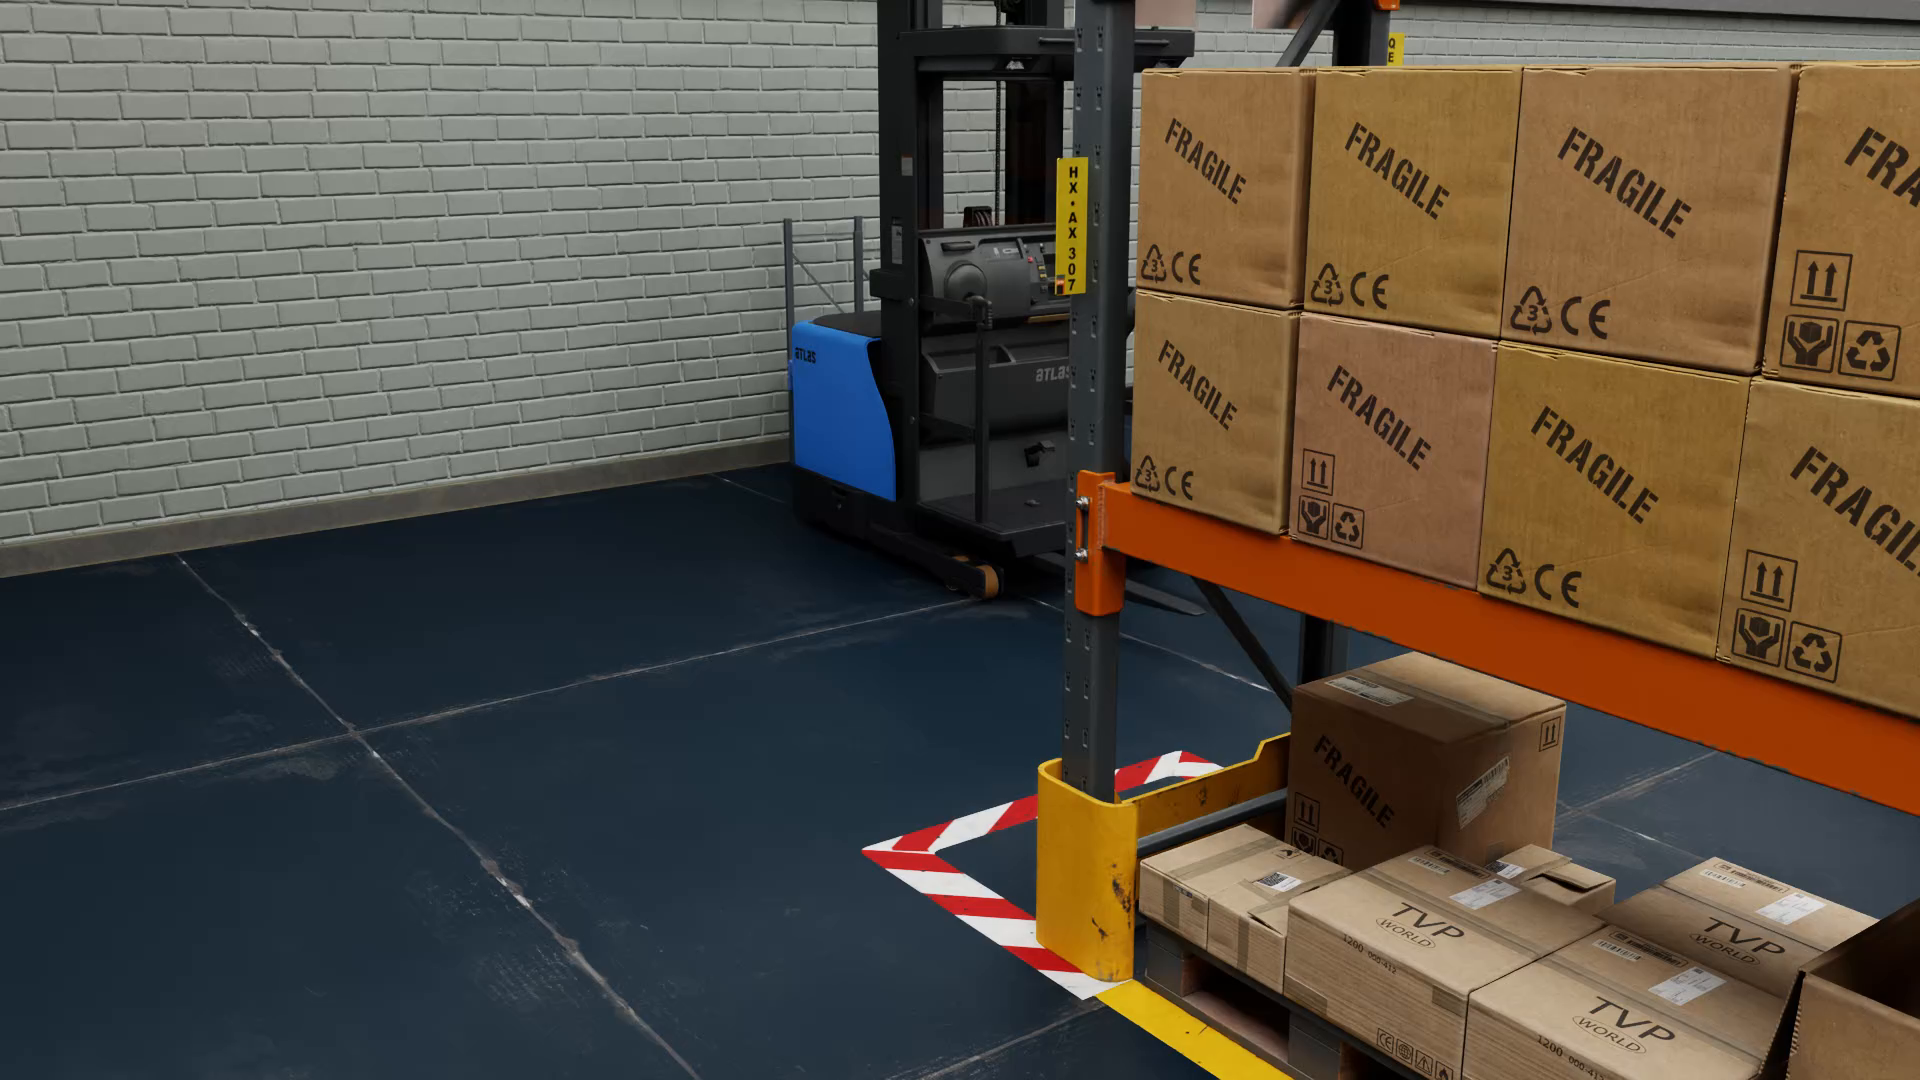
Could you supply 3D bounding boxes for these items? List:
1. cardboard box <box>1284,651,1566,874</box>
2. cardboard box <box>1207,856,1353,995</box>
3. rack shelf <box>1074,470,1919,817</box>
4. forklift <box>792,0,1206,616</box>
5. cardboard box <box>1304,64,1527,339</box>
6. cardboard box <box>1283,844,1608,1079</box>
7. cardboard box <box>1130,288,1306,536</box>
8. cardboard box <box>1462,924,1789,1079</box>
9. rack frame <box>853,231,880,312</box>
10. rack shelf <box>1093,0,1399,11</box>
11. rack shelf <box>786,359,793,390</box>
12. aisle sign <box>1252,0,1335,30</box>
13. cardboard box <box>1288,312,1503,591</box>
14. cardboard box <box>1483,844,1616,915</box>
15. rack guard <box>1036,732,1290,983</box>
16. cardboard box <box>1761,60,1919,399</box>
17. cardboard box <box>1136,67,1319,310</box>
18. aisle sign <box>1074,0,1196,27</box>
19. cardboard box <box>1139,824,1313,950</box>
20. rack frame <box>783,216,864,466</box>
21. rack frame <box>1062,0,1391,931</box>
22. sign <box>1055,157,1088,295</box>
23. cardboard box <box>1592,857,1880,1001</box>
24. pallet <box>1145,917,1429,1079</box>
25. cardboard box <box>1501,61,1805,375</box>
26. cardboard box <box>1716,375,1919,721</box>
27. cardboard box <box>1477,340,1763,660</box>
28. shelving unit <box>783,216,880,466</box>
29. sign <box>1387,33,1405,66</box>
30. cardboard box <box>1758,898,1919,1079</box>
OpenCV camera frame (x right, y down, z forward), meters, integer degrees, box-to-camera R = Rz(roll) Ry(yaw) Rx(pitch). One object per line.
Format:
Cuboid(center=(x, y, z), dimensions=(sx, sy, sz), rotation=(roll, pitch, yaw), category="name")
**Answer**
Cuboid(center=(1.231, 0.645, 4.438), dimensions=(0.500, 0.500, 0.500), rotation=(-11, 19, -35), category="cardboard box")
Cuboid(center=(0.827, 0.924, 4.050), dimensions=(0.380, 0.166, 0.250), rotation=(-11, 19, -35), category="cardboard box")
Cuboid(center=(1.888, 0.348, 2.985), dimensions=(1.077, 0.370, 4.000), rotation=(-11, 19, -35), category="rack shelf")
Cuboid(center=(0.353, -1.279, 7.695), dimensions=(1.130, 2.935, 3.031), rotation=(-10, 18, -33), category="forklift")
Cuboid(center=(1.073, -0.710, 3.406), dimensions=(0.500, 0.500, 0.500), rotation=(-11, 19, -34), category="cardboard box")
Cuboid(center=(1.096, 0.955, 3.780), dimensions=(0.500, 0.250, 0.500), rotation=(-11, 19, -35), category="cardboard box")
Cuboid(center=(0.759, -0.339, 3.942), dimensions=(0.500, 0.500, 0.500), rotation=(-10, 18, -33), category="cardboard box")
Cuboid(center=(1.390, 1.062, 3.390), dimensions=(0.500, 0.250, 0.500), rotation=(-11, 19, -35), category="cardboard box")
Cuboid(center=(-0.350, -0.971, 9.285), dimensions=(0.500, 1.500, 0.032), rotation=(-8, 17, -26), category="rack frame")
Cuboid(center=(1.888, -1.099, 2.589), dimensions=(1.077, 0.370, 4.000), rotation=(-11, 19, -35), category="rack shelf")
Cuboid(center=(-0.584, -0.917, 9.767), dimensions=(0.538, 0.185, 1.000), rotation=(-8, 17, -26), category="rack shelf")
Cuboid(center=(0.919, -1.742, 4.334), dimensions=(0.394, 0.787, 0.004), rotation=(-11, 19, -35), category="aisle sign")
Cuboid(center=(1.067, -0.229, 3.542), dimensions=(0.500, 0.500, 0.500), rotation=(-11, 19, -35), category="cardboard box")
Cuboid(center=(1.396, 0.907, 4.115), dimensions=(0.380, 0.166, 0.250), rotation=(-11, 19, -35), category="cardboard box")
Cuboid(center=(0.756, 0.796, 4.721), dimensions=(1.175, 0.500, 0.348), rotation=(-11, 19, -35), category="rack guard")
Cuboid(center=(1.663, -0.494, 2.617), dimensions=(0.500, 0.500, 0.500), rotation=(-11, 19, -35), category="cardboard box")
Cuboid(center=(0.759, -0.821, 3.810), dimensions=(0.500, 0.500, 0.500), rotation=(-10, 18, -33), category="cardboard box")
Cuboid(center=(0.434, -1.649, 3.994), dimensions=(0.394, 0.787, 0.004), rotation=(-11, 19, -35), category="aisle sign")
Cuboid(center=(0.680, 0.880, 4.247), dimensions=(0.380, 0.149, 0.250), rotation=(-11, 19, -35), category="cardboard box")
Cuboid(center=(-0.819, -1.210, 10.155), dimensions=(0.500, 1.500, 0.032), rotation=(-8, 17, -26), category="rack frame")
Cuboid(center=(0.712, -0.426, 4.451), dimensions=(1.000, 3.000, 0.127), rotation=(-11, 19, -35), category="rack frame")
Cuboid(center=(0.273, -0.759, 4.028), dimensions=(0.100, 0.325, 0.005), rotation=(-11, 19, -35), category="sign")
Cuboid(center=(1.765, 0.973, 3.713), dimensions=(0.500, 0.250, 0.500), rotation=(-11, 19, -35), category="cardboard box")
Cuboid(center=(1.226, 1.105, 4.138), dimensions=(1.003, 0.211, 1.213), rotation=(-11, 19, -35), category="pallet")
Cuboid(center=(1.363, -0.603, 3.013), dimensions=(0.500, 0.500, 0.500), rotation=(-11, 19, -34), category="cardboard box")
Cuboid(center=(1.652, -0.015, 2.758), dimensions=(0.500, 0.500, 0.500), rotation=(-11, 19, -34), category="cardboard box")
Cuboid(center=(1.360, -0.122, 3.149), dimensions=(0.500, 0.500, 0.500), rotation=(-11, 19, -35), category="cardboard box")
Cuboid(center=(-0.584, -1.091, 9.720), dimensions=(0.538, 1.500, 1.048), rotation=(-8, 17, -26), category="shelving unit")
Cuboid(center=(1.173, -1.219, 4.555), dimensions=(0.100, 0.325, 0.005), rotation=(-11, 19, -35), category="sign")
Cuboid(center=(1.955, 1.020, 3.064), dimensions=(0.797, 0.503, 0.637), rotation=(-11, 19, -35), category="cardboard box")
